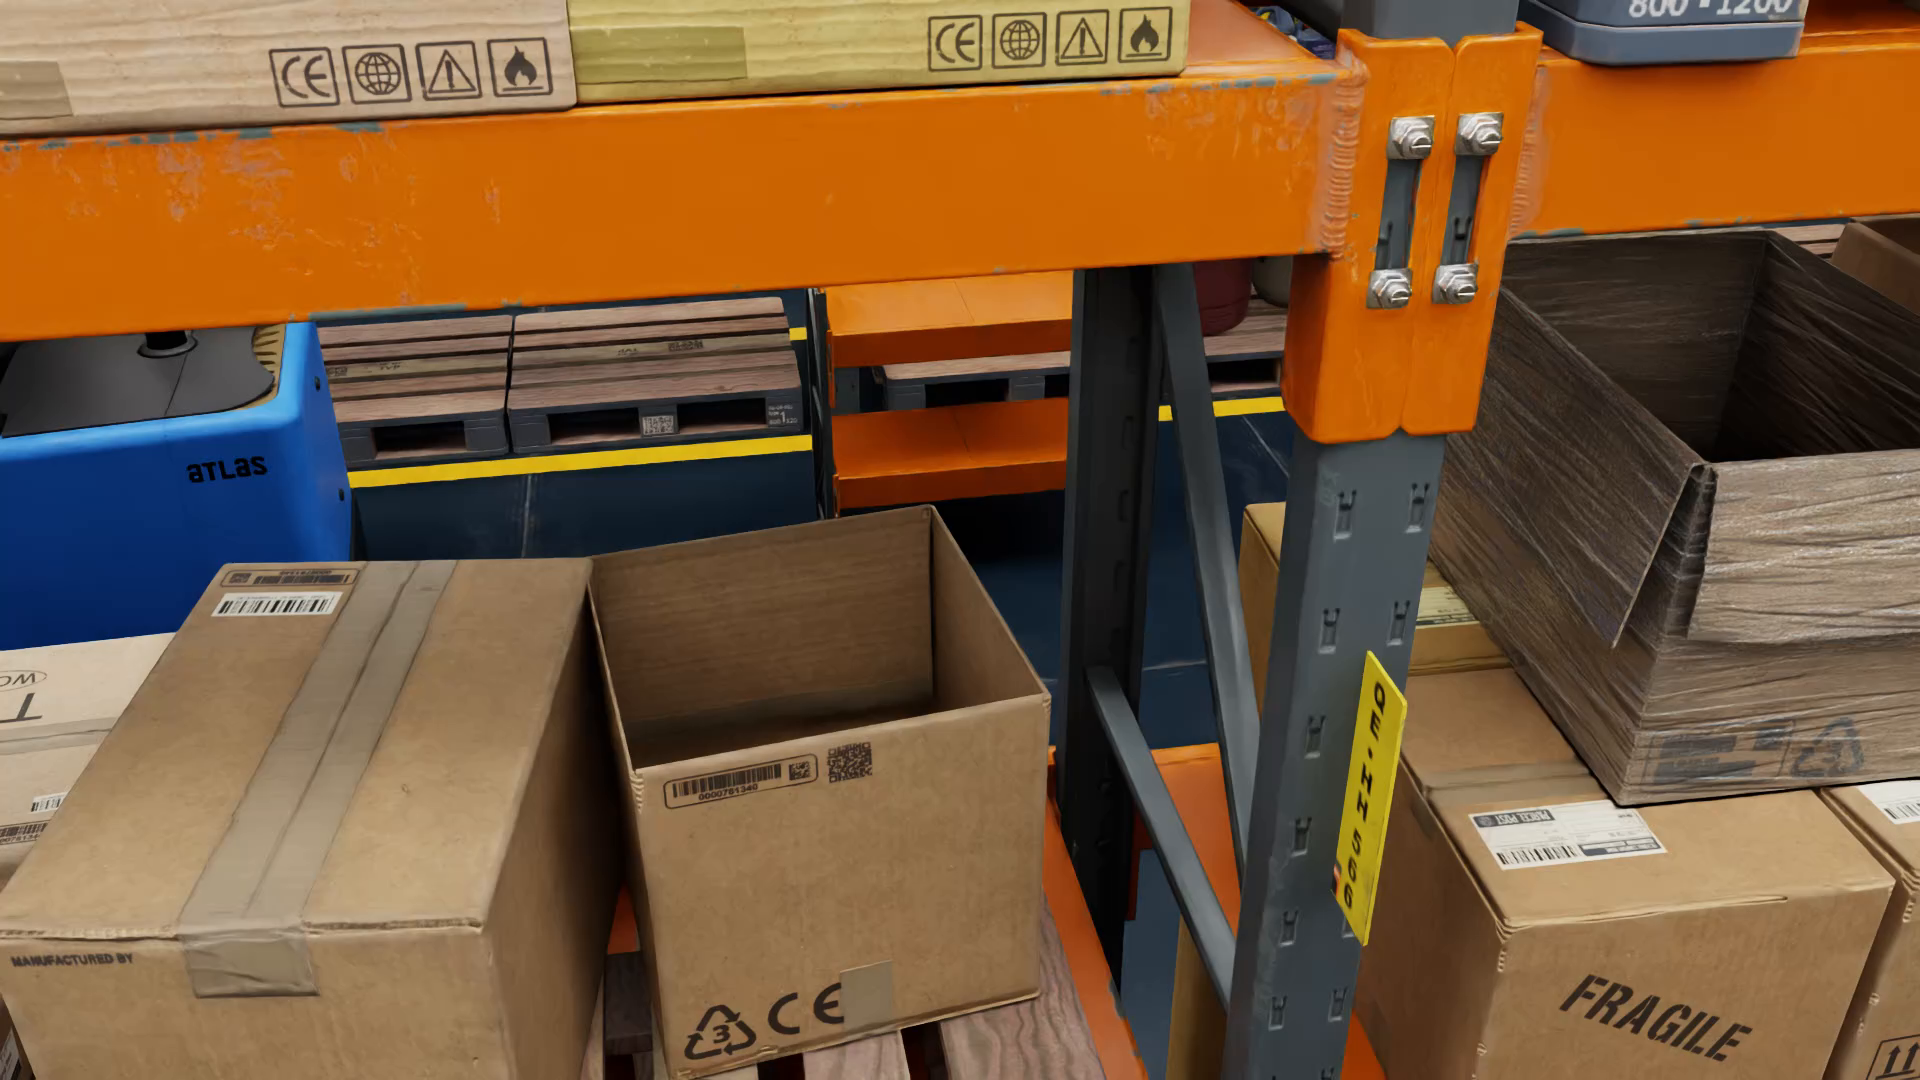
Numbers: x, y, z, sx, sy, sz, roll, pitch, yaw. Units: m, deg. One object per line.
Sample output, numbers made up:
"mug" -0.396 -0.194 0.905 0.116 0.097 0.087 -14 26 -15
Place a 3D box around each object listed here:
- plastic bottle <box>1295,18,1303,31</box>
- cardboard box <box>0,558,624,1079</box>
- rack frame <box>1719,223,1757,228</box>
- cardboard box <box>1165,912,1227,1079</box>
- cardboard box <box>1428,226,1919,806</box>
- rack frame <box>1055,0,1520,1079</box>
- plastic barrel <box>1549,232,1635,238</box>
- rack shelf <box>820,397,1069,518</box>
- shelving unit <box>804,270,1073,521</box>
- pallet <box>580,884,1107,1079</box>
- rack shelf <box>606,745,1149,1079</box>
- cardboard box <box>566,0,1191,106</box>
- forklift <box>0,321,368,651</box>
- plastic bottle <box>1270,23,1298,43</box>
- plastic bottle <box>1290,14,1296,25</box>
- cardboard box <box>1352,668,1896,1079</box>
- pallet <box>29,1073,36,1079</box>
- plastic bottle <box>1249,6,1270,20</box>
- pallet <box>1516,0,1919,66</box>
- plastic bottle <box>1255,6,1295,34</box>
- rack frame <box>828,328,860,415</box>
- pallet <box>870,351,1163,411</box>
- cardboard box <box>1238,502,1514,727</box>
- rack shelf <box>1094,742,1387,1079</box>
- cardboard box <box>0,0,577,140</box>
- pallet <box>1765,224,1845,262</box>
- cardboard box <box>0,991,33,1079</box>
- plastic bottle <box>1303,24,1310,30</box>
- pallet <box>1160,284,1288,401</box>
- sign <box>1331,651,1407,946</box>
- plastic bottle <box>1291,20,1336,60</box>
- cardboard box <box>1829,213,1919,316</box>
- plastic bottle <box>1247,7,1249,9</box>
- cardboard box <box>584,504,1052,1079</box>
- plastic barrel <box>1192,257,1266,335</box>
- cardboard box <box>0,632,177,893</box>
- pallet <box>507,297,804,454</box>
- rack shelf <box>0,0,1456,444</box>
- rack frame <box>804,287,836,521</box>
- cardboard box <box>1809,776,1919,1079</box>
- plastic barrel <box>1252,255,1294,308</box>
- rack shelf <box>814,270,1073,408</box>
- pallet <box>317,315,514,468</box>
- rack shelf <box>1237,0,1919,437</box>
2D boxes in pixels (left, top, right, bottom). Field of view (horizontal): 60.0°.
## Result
"plastic bottle" 1.486 -2.344 7.405 0.097 0.271 0.097 0 30 0
"cardboard box" -0.733 0.417 2.069 0.500 0.500 0.700 -1 30 -2
"rack frame" 3.364 -2.364 7.310 0.127 3.000 1.000 -5 31 -9
"cardboard box" 1.004 1.153 3.011 0.875 0.875 1.225 -7 31 -11
"cardboard box" 1.044 -0.063 2.310 0.637 0.503 0.797 -4 31 -7
"rack frame" 0.322 0.473 2.487 0.053 2.616 0.949 -5 31 -9
"plastic barrel" 2.826 -1.599 7.666 0.708 0.901 0.600 -5 31 -9
"rack shelf" 0.007 -0.275 6.090 1.000 0.278 0.538 -5 31 -9
"shelving unit" 0.007 -0.486 5.966 1.048 1.125 0.538 -5 31 -9
"pallet" -0.360 0.672 2.337 1.003 0.211 1.213 -5 31 -9
"rack shelf" -1.646 0.964 2.362 4.000 0.370 1.077 -5 31 -9
"cardboard box" -0.102 -0.592 1.486 0.500 0.250 0.500 -5 31 -9
"forklift" -3.483 -0.736 4.611 3.031 2.935 1.130 -9 32 -14
"plastic bottle" 1.278 -1.950 6.729 0.135 0.276 0.152 -5 31 -9
"plastic bottle" 1.417 -2.264 7.267 0.097 0.271 0.097 0 30 0
"cardboard box" 0.849 0.519 2.309 0.500 0.500 0.500 -4 31 -7
"pallet" -1.618 0.755 2.196 1.213 0.211 1.003 -5 31 -9
"plastic bottle" 1.352 -2.354 7.343 0.185 0.351 0.144 -5 31 -9
"pallet" 0.945 -0.826 1.922 1.003 0.211 1.213 -4 31 -7
"plastic bottle" 1.276 -2.058 6.840 0.185 0.351 0.144 -5 31 -9
"rack frame" -0.571 -1.998 6.689 0.127 3.000 1.000 -5 31 -9
"pallet" 0.197 -0.889 7.554 1.213 0.211 1.003 -5 31 -9
"cardboard box" 0.762 0.259 2.751 0.500 0.500 0.500 -4 31 -7
"rack shelf" 2.289 0.598 2.983 4.000 0.370 1.077 -5 31 -9
"cardboard box" -0.588 -0.540 1.397 0.500 0.250 0.500 -5 31 -9
"pallet" 4.080 -1.248 8.164 1.213 0.211 1.003 -5 31 -9
"cardboard box" -1.270 0.635 1.929 0.258 0.266 0.396 -6 31 -10
"plastic bottle" 1.582 -2.353 7.420 0.097 0.271 0.097 0 30 0
"pallet" 1.395 -0.999 7.740 1.213 0.211 1.003 -5 31 -9
"sign" 0.429 0.276 1.758 0.005 0.325 0.100 -5 31 -9
"plastic bottle" 1.435 -1.995 6.732 0.185 0.351 0.144 -5 31 -9
"cardboard box" 1.685 -0.121 2.409 0.637 0.503 0.797 -5 31 -8
"plastic bottle" 1.199 -2.301 7.319 0.133 0.283 0.061 -5 31 -9
"cardboard box" -0.202 0.316 2.240 0.500 0.500 0.500 -9 32 -15
"plastic barrel" 1.018 -1.296 7.460 0.708 0.588 0.600 -5 31 -9
"cardboard box" -1.368 0.393 2.356 0.500 0.250 0.500 -6 31 -10
"pallet" -1.340 -0.745 7.309 1.213 0.211 1.003 -5 31 -9
"rack shelf" -1.646 -0.329 1.601 4.000 0.370 1.077 -5 31 -9
"rack frame" -0.493 -0.439 5.887 0.032 1.125 0.500 -5 31 -9
"cardboard box" 1.356 0.471 2.391 0.500 0.500 0.500 -6 31 -10
"plastic barrel" 1.558 -1.359 7.643 0.421 0.512 0.421 0 30 0
"rack shelf" 0.007 -0.738 5.818 1.000 0.278 0.538 -5 31 -9
"pallet" -2.537 -0.635 7.122 1.213 0.211 1.003 -5 31 -9
"rack shelf" 2.289 -0.695 2.222 4.000 0.370 1.077 -5 31 -9
